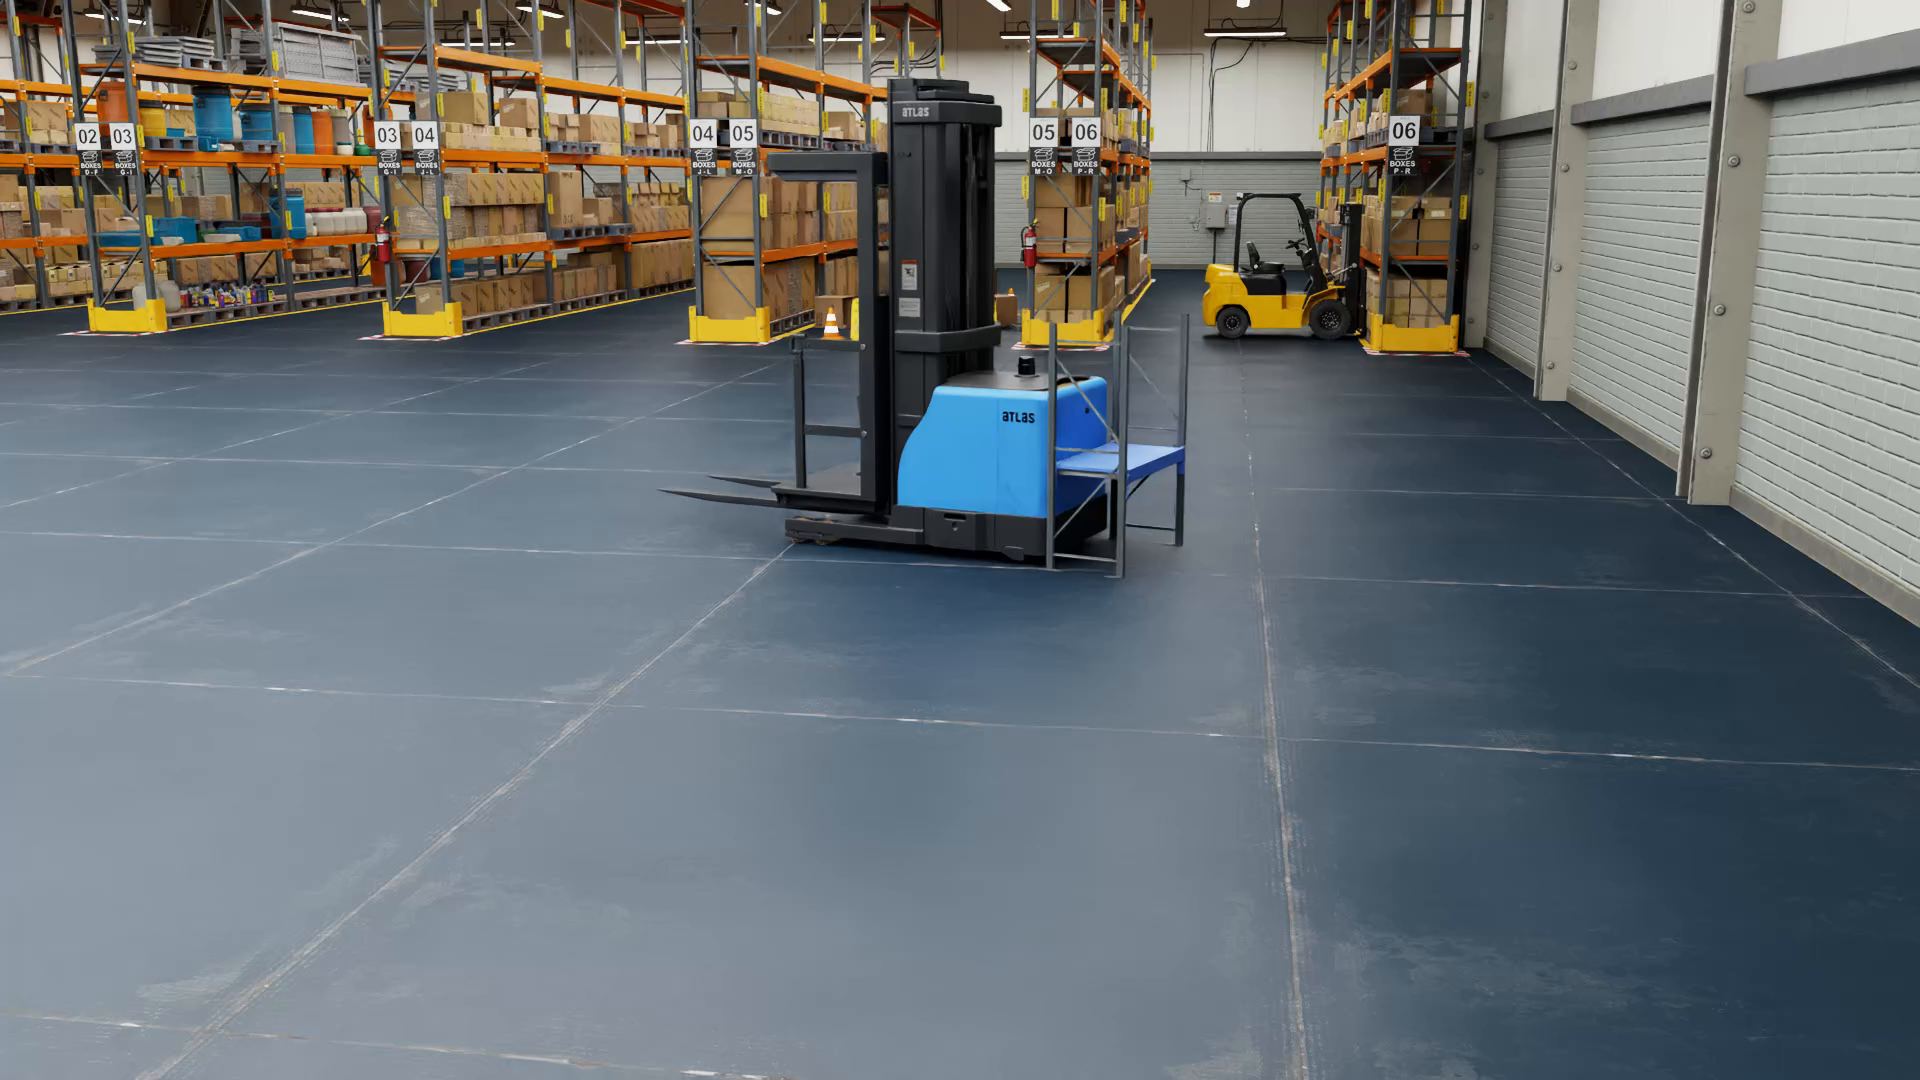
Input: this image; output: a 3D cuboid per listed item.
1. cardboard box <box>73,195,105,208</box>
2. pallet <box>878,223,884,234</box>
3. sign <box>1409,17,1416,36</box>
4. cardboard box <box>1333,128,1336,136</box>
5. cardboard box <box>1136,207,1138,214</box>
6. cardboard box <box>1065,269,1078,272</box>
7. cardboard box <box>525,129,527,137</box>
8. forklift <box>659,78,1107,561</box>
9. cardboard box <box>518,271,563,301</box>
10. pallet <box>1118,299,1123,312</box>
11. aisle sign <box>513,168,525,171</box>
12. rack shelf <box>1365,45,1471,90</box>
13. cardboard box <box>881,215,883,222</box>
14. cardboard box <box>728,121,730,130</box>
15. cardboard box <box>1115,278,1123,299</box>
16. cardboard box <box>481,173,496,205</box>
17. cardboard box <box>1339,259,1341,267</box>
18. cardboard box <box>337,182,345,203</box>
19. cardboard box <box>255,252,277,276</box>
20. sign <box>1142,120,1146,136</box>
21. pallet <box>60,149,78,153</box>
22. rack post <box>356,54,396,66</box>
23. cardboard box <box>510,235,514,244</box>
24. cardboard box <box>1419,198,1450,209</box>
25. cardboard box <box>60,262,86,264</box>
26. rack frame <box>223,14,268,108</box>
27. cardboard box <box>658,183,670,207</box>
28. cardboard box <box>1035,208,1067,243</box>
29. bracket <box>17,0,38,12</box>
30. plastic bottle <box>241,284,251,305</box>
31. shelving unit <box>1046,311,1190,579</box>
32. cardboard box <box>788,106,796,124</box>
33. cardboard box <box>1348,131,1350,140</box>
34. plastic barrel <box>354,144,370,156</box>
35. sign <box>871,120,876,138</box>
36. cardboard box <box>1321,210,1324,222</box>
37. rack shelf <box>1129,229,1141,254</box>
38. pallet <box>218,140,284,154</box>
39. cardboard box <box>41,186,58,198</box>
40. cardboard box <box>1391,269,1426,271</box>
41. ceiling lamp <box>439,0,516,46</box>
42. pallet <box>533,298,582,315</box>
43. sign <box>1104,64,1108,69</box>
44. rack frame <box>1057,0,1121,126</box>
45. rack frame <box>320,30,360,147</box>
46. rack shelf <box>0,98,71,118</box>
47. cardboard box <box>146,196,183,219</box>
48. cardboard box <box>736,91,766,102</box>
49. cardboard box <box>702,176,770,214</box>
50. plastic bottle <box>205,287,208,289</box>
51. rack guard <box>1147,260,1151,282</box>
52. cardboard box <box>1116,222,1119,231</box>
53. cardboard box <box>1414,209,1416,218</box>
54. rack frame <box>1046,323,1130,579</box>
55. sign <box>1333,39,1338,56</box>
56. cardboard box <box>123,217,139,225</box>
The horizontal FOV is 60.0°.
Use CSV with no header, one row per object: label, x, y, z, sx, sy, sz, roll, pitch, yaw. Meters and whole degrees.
cardboard box,-21.048,-7.867,39.665,0.980,0.700,0.700,2,12,10
pallet,-2.190,-6.170,32.958,1.213,0.211,1.003,2,12,9
sign,8.167,-9.262,30.017,0.100,0.325,0.005,2,12,9
cardboard box,7.689,-8.177,33.350,0.380,0.149,0.250,2,12,8
cardboard box,3.357,-6.664,33.966,0.500,0.250,0.500,2,12,10
cardboard box,1.588,-4.034,26.341,0.500,0.500,0.500,3,12,12
cardboard box,-7.590,-6.919,28.269,0.380,0.149,0.250,2,12,9
forklift,-0.585,-1.491,10.955,3.031,2.935,1.130,6,13,25
cardboard box,-7.579,-4.581,30.020,0.700,0.500,0.500,1,12,4
pallet,2.401,-4.194,29.951,1.003,0.211,1.213,2,12,9
aisle sign,-11.026,-9.415,41.389,0.394,0.787,0.004,2,12,9
rack shelf,6.695,-6.949,24.535,1.077,0.370,4.000,2,12,9
cardboard box,-1.765,-6.505,33.656,0.380,0.149,0.250,2,12,11
cardboard box,-3.630,-6.230,25.025,0.380,0.149,0.250,2,12,9
cardboard box,2.510,-4.622,30.561,0.950,0.372,0.625,2,12,8
cardboard box,-7.797,-5.625,26.658,0.500,0.500,0.500,2,12,9
cardboard box,7.455,-5.282,31.778,0.380,0.149,0.250,1,12,6
cardboard box,-15.511,-8.612,41.222,0.500,0.500,0.500,2,12,10
cardboard box,-16.045,-6.329,38.131,0.500,0.500,0.500,2,12,8
sign,3.865,-8.663,34.975,0.100,0.325,0.005,2,12,9
pallet,-21.011,-9.201,39.657,1.003,0.211,1.213,2,12,9
rack post,-11.951,-9.804,33.902,0.624,0.289,0.986,2,12,9
cardboard box,-7.679,-5.025,27.788,0.380,0.149,0.250,2,12,9
cardboard box,6.650,-4.722,23.299,0.380,0.149,0.250,2,12,8
cardboard box,-17.470,-5.328,32.797,0.500,0.311,0.500,2,12,8
rack frame,-16.252,-10.381,37.801,1.000,3.000,0.127,2,12,9
cardboard box,-6.671,-7.390,35.545,0.797,0.503,0.637,2,12,9
cardboard box,1.293,-4.623,24.383,0.500,0.500,0.500,2,12,8
bracket,-21.608,-12.376,38.515,0.235,0.232,0.430,2,12,9
plastic bottle,-12.482,-4.291,29.028,0.144,0.351,0.185,2,12,8
shelving unit,0.987,-0.620,10.312,0.538,1.500,1.048,6,14,27
cardboard box,-2.865,-6.646,26.010,0.500,0.250,0.500,2,12,8
cardboard box,7.264,-7.356,30.207,0.380,0.166,0.250,2,12,9
plastic barrel,-11.961,-7.791,33.276,0.294,0.245,0.294,0,12,0
sign,-1.647,-7.850,31.763,0.100,0.325,0.005,2,12,9
cardboard box,8.360,-7.254,37.181,0.500,0.250,0.500,2,12,8
rack shelf,3.020,-6.037,33.595,1.077,0.370,4.000,2,12,9
pallet,-12.603,-6.842,28.950,1.213,0.211,1.003,2,12,9
cardboard box,-21.055,-7.967,38.070,0.500,0.250,0.500,2,12,10
cardboard box,7.055,-4.115,26.125,0.500,0.250,0.500,2,12,8
ceiling lamp,-12.753,-14.544,43.263,2.000,3.185,0.800,2,12,9
pallet,-7.576,-4.260,30.259,1.003,0.211,1.213,2,12,9
sign,3.396,-11.124,38.657,0.100,0.325,0.005,2,12,9
rack frame,2.097,-8.073,27.091,1.000,3.000,0.127,2,12,9
rack frame,-15.637,-11.213,41.665,1.000,3.000,0.127,2,12,9
rack shelf,-21.455,-9.577,36.729,1.077,0.370,4.000,2,12,9
cardboard box,-16.882,-7.004,35.140,0.700,0.500,0.500,-2,12,-10
cardboard box,-3.059,-6.493,24.352,0.380,0.149,0.250,2,12,9
cardboard box,-3.329,-5.124,24.729,0.875,0.550,0.550,2,12,9
plastic bottle,-13.219,-4.282,29.145,0.061,0.283,0.133,2,12,11
rack guard,3.947,-6.421,39.601,1.175,0.500,0.348,2,12,9
cardboard box,2.495,-5.327,28.192,0.380,0.149,0.250,2,12,9
cardboard box,6.717,-4.681,23.819,0.380,0.149,0.250,2,12,8
rack frame,0.754,-0.525,9.871,0.500,1.500,0.032,6,14,27
sign,7.700,-10.095,34.069,0.100,0.325,0.005,2,12,9
cardboard box,-16.967,-6.498,34.234,0.500,0.311,0.500,3,12,12
